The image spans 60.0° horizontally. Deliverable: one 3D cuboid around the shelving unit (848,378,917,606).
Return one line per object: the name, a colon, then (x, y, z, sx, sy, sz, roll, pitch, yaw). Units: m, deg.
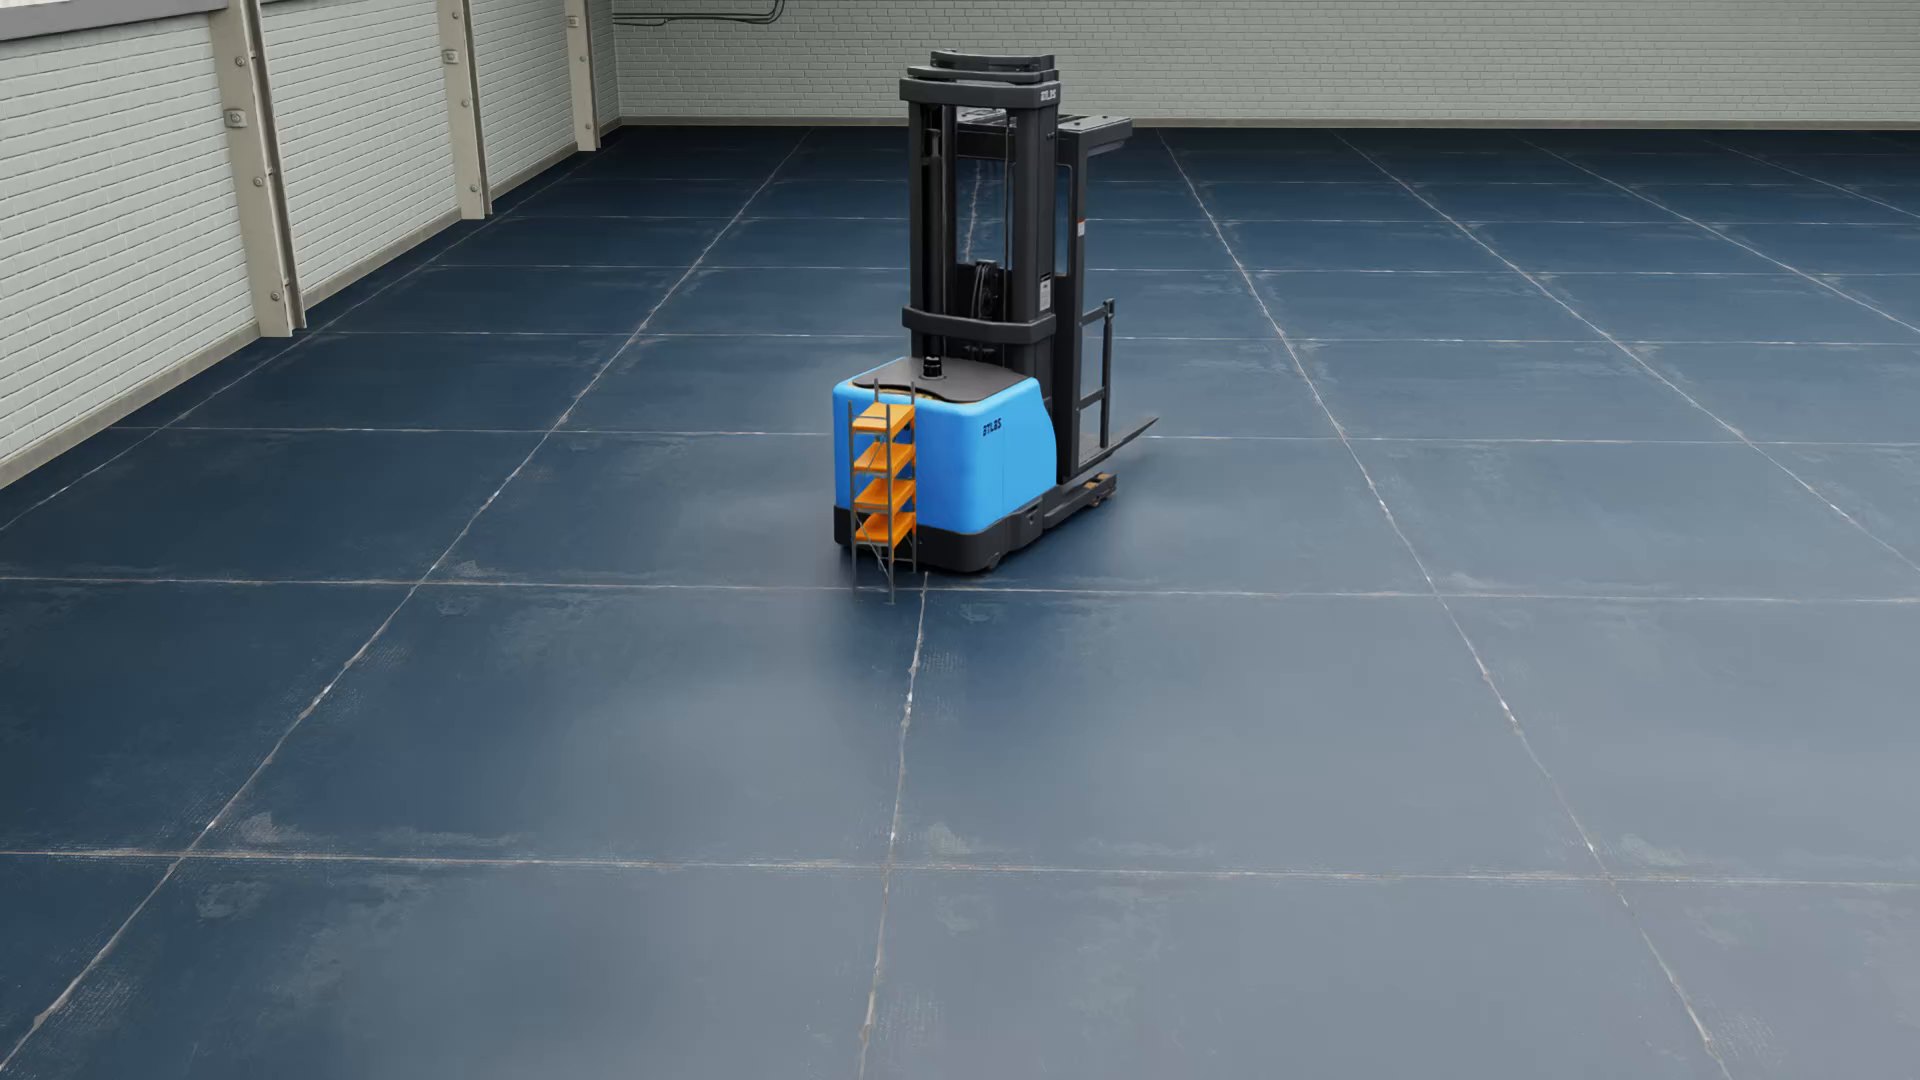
shelving unit: (-0.439, -0.281, 9.594, 0.258, 1.200, 0.503, 5, 22, 14)

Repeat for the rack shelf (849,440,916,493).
rack shelf: (-0.439, -0.427, 9.538, 0.258, 0.148, 0.480, 5, 22, 14)

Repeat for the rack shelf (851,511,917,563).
rack shelf: (-0.439, -0.033, 9.690, 0.258, 0.148, 0.480, 5, 22, 14)

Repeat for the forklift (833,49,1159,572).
forklift: (0.406, -1.663, 10.764, 1.130, 2.935, 3.031, 12, 24, 28)

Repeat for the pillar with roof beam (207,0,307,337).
pillar with roof beam: (-2.035, -6.096, 13.801, 9.100, 9.000, 0.400, 1, 21, 2)

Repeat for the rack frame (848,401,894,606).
rack frame: (-0.501, -0.196, 9.374, 0.240, 1.200, 0.015, 5, 22, 14)

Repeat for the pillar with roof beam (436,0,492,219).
pillar with roof beam: (-1.852, -8.266, 19.392, 9.100, 9.000, 0.400, 1, 21, 2)

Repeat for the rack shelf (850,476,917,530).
rack shelf: (-0.439, -0.218, 9.619, 0.258, 0.148, 0.480, 5, 22, 14)

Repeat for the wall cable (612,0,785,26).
wall cable: (-4.562, -10.085, 28.374, 3.097, 2.526, 0.112, 1, 21, 2)

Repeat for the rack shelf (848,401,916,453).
rack shelf: (-0.439, -0.647, 9.452, 0.258, 0.148, 0.480, 5, 22, 14)

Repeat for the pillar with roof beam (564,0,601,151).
pillar with roof beam: (-1.670, -10.435, 24.983, 9.100, 9.000, 0.400, 1, 21, 2)

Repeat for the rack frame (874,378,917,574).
rack frame: (-0.378, -0.366, 9.814, 0.240, 1.200, 0.015, 5, 22, 14)
